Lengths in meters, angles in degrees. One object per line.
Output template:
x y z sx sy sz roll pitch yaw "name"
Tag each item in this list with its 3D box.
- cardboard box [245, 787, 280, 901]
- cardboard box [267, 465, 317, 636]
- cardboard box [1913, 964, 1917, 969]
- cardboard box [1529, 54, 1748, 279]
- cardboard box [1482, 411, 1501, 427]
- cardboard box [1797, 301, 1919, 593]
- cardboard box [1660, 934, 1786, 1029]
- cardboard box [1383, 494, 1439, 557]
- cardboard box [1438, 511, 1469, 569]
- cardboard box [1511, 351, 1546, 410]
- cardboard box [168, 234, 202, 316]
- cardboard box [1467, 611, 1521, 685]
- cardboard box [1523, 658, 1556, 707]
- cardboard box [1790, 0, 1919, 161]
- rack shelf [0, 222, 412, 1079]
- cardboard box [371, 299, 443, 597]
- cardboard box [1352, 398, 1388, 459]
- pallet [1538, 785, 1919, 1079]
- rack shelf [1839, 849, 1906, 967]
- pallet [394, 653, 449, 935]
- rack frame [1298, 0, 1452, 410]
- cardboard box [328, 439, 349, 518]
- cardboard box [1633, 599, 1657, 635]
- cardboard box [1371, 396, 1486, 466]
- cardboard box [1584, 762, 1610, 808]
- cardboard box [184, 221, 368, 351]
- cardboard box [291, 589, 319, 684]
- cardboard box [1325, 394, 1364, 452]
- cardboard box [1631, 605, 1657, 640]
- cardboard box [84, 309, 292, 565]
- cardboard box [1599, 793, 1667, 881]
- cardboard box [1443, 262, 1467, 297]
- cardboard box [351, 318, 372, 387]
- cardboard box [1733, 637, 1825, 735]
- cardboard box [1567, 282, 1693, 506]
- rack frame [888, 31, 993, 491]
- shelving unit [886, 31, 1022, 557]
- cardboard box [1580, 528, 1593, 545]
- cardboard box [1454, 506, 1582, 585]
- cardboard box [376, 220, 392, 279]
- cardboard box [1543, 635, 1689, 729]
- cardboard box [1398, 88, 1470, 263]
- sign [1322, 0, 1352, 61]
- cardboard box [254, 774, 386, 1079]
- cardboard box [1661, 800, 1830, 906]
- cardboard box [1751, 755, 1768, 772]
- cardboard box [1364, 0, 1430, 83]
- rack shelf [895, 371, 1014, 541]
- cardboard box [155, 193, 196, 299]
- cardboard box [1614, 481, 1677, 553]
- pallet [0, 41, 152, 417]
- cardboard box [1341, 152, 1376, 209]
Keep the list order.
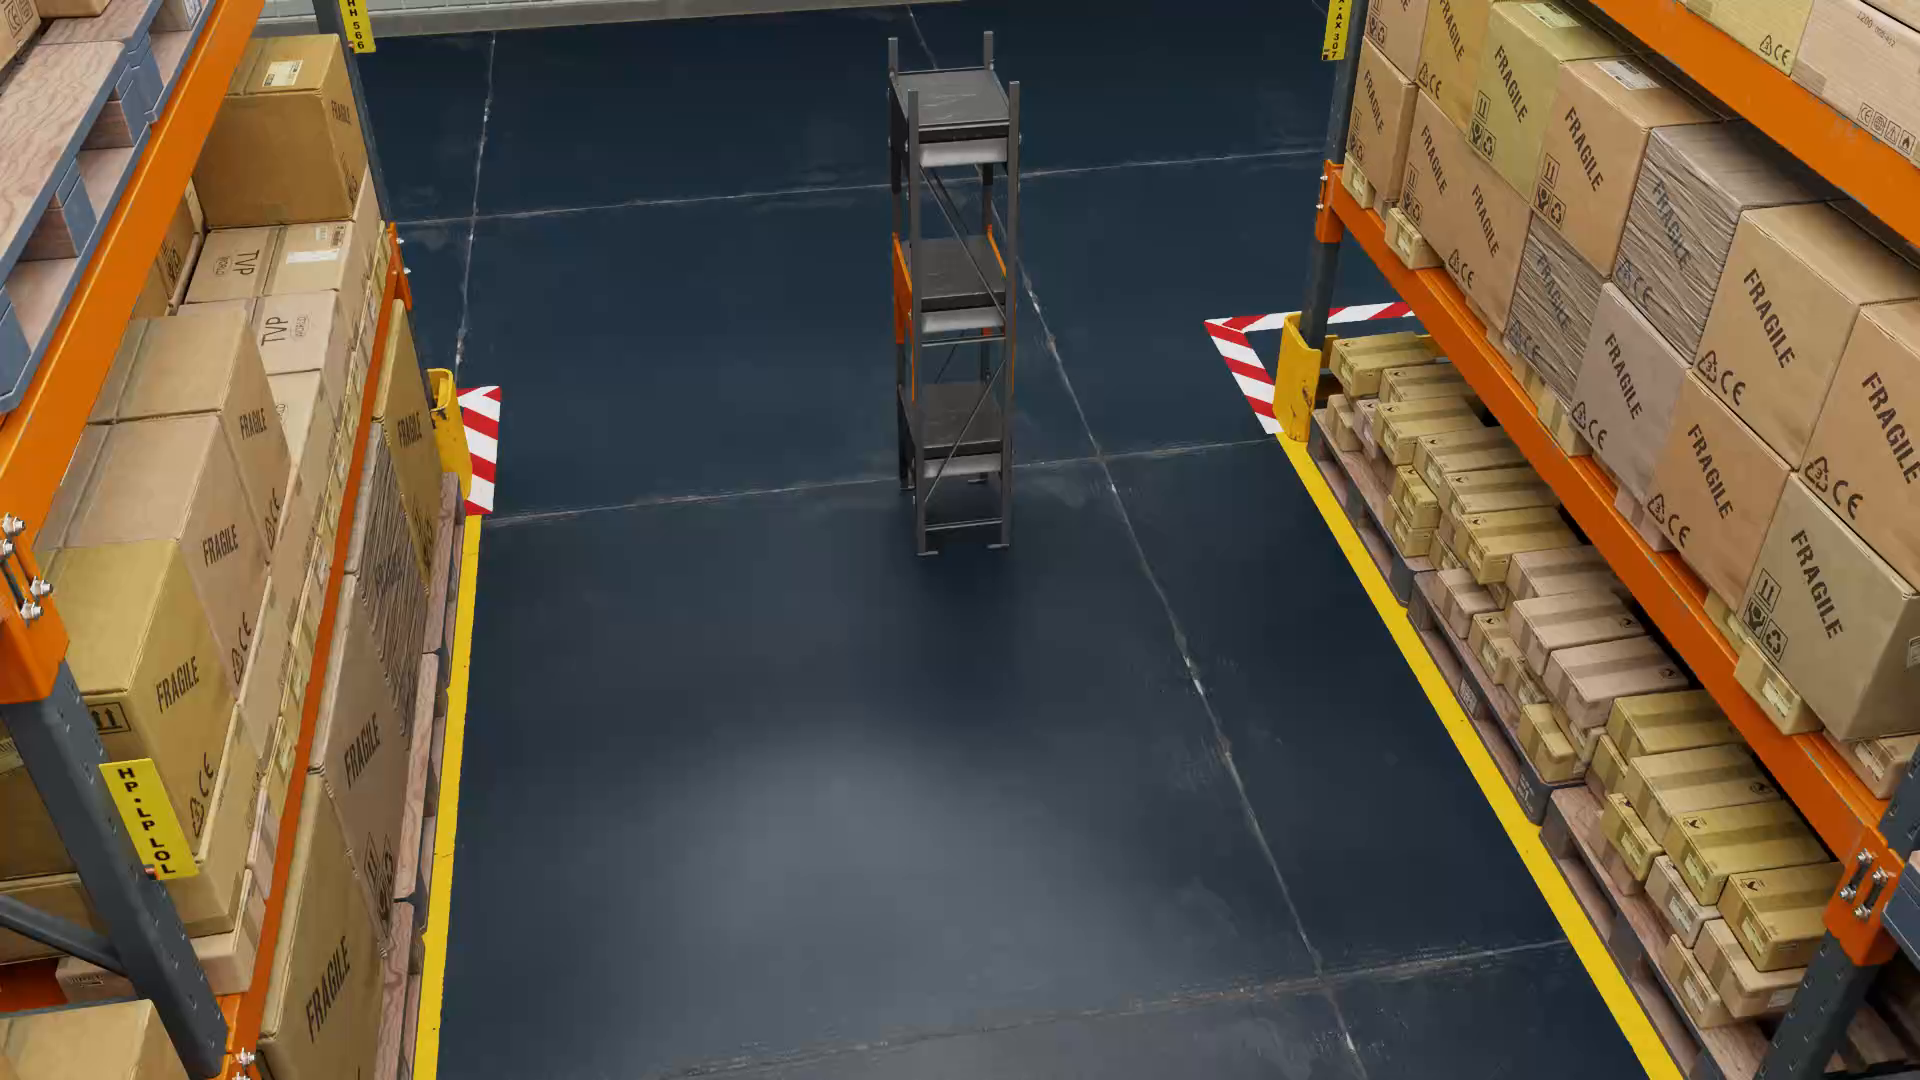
-1.875 0.762 4.029 0.380 0.149 0.250 -7 38 -9 "cardboard box"
-2.108 0.053 4.617 0.500 0.250 0.500 -5 38 -7 "cardboard box"
3.048 1.153 5.060 0.380 0.149 0.250 -5 38 -6 "cardboard box"
2.169 -1.176 5.180 0.500 0.500 0.500 -7 38 -9 "cardboard box"
2.461 -0.558 7.262 0.380 0.149 0.250 -7 38 -9 "cardboard box"
2.448 -0.243 3.979 0.500 0.500 0.500 -8 38 -10 "cardboard box"
2.392 1.323 5.083 0.380 0.149 0.250 -6 38 -7 "cardboard box"
1.985 -0.077 6.885 0.380 0.149 0.250 -6 38 -7 "cardboard box"
2.135 -0.039 6.594 0.380 0.149 0.250 -8 39 -10 "cardboard box"
2.153 -0.585 5.763 0.380 0.149 0.250 -5 38 -6 "cardboard box"
-2.890 -0.806 5.722 0.500 0.250 0.500 -7 38 -9 "cardboard box"
2.156 0.391 6.283 0.380 0.149 0.250 -6 38 -8 "cardboard box"
2.266 0.450 5.964 0.380 0.149 0.250 -8 39 -10 "cardboard box"
2.368 -1.132 3.939 0.500 0.250 0.500 -6 38 -8 "cardboard box"
-2.455 0.112 5.247 1.077 0.370 4.000 -6 38 -8 "rack shelf"
-2.615 -0.329 6.618 0.875 0.875 0.875 -6 38 -8 "cardboard box"
1.927 -0.494 7.180 0.380 0.149 0.250 -6 38 -8 "cardboard box"
2.644 1.263 5.452 1.003 0.211 1.213 -6 38 -8 "pallet"
3.147 2.056 2.745 1.077 0.370 4.000 -6 38 -8 "rack shelf"
-2.378 0.931 5.879 1.003 0.211 1.213 -6 38 -8 "pallet"
2.095 -1.852 7.189 1.000 3.000 0.127 -6 38 -8 "rack frame"
-2.151 -0.178 5.238 0.380 0.149 0.250 -6 38 -7 "cardboard box"
2.767 0.224 6.256 0.380 0.149 0.250 -6 38 -7 "cardboard box"
1.937 -0.455 6.887 0.380 0.149 0.250 -6 38 -8 "cardboard box"
2.392 0.833 5.715 0.380 0.149 0.250 -7 38 -9 "cardboard box"
-2.371 -0.867 5.801 0.500 0.250 0.500 -7 38 -9 "cardboard box"
-2.015 0.290 4.636 0.380 0.149 0.250 -7 38 -9 "cardboard box"
1.872 -0.541 7.483 0.380 0.149 0.250 -5 38 -7 "cardboard box"
2.660 0.340 6.349 0.380 0.149 0.250 -5 38 -7 "cardboard box"
-2.111 -0.247 4.392 0.500 0.500 0.500 -7 38 -9 "cardboard box"
2.304 0.928 5.349 0.380 0.149 0.250 -7 38 -10 "cardboard box"
2.089 -1.063 6.378 0.380 0.149 0.250 -5 38 -6 "cardboard box"
-2.286 -0.641 5.835 0.380 0.149 0.250 -6 38 -7 "cardboard box"
2.363 0.372 4.531 0.380 0.149 0.250 -7 38 -9 "cardboard box"
2.258 -0.469 5.085 0.500 0.500 0.500 -6 38 -8 "cardboard box"
-0.072 -1.077 6.924 0.400 2.100 0.015 -6 38 -8 "rack frame"
-0.029 -0.929 6.735 0.431 2.100 0.503 -6 38 -8 "shelving unit"
2.617 -0.043 6.357 0.380 0.149 0.250 -7 38 -9 "cardboard box"
2.103 0.019 6.278 0.380 0.149 0.250 -6 38 -7 "cardboard box"
-2.419 -1.101 6.427 0.380 0.149 0.250 -6 38 -7 "cardboard box"
2.236 0.483 5.679 0.380 0.149 0.250 -8 39 -10 "cardboard box"
2.021 -1.388 6.267 0.500 0.500 0.500 -6 38 -8 "cardboard box"
1.561 -2.136 6.848 0.100 0.325 0.005 -6 38 -8 "sign"
-2.142 1.302 4.518 0.875 0.875 0.875 -6 38 -8 "cardboard box"
2.394 0.952 5.076 0.380 0.149 0.250 -6 38 -7 "cardboard box"
2.792 0.703 5.639 0.380 0.149 0.250 -8 39 -10 "cardboard box"
1.912 -2.104 6.375 0.500 0.500 0.500 -6 38 -8 "cardboard box"
-0.029 -0.366 7.172 0.431 0.518 0.480 -6 38 -8 "rack shelf"
-2.900 -1.113 5.507 0.500 0.500 0.500 -7 38 -9 "cardboard box"
2.277 -0.115 5.158 0.380 0.149 0.250 -8 39 -10 "cardboard box"
-2.238 -0.609 3.216 1.003 0.211 1.213 -6 38 -8 "pallet"
1.829 -1.522 6.969 0.380 0.149 0.250 -7 38 -8 "cardboard box"
